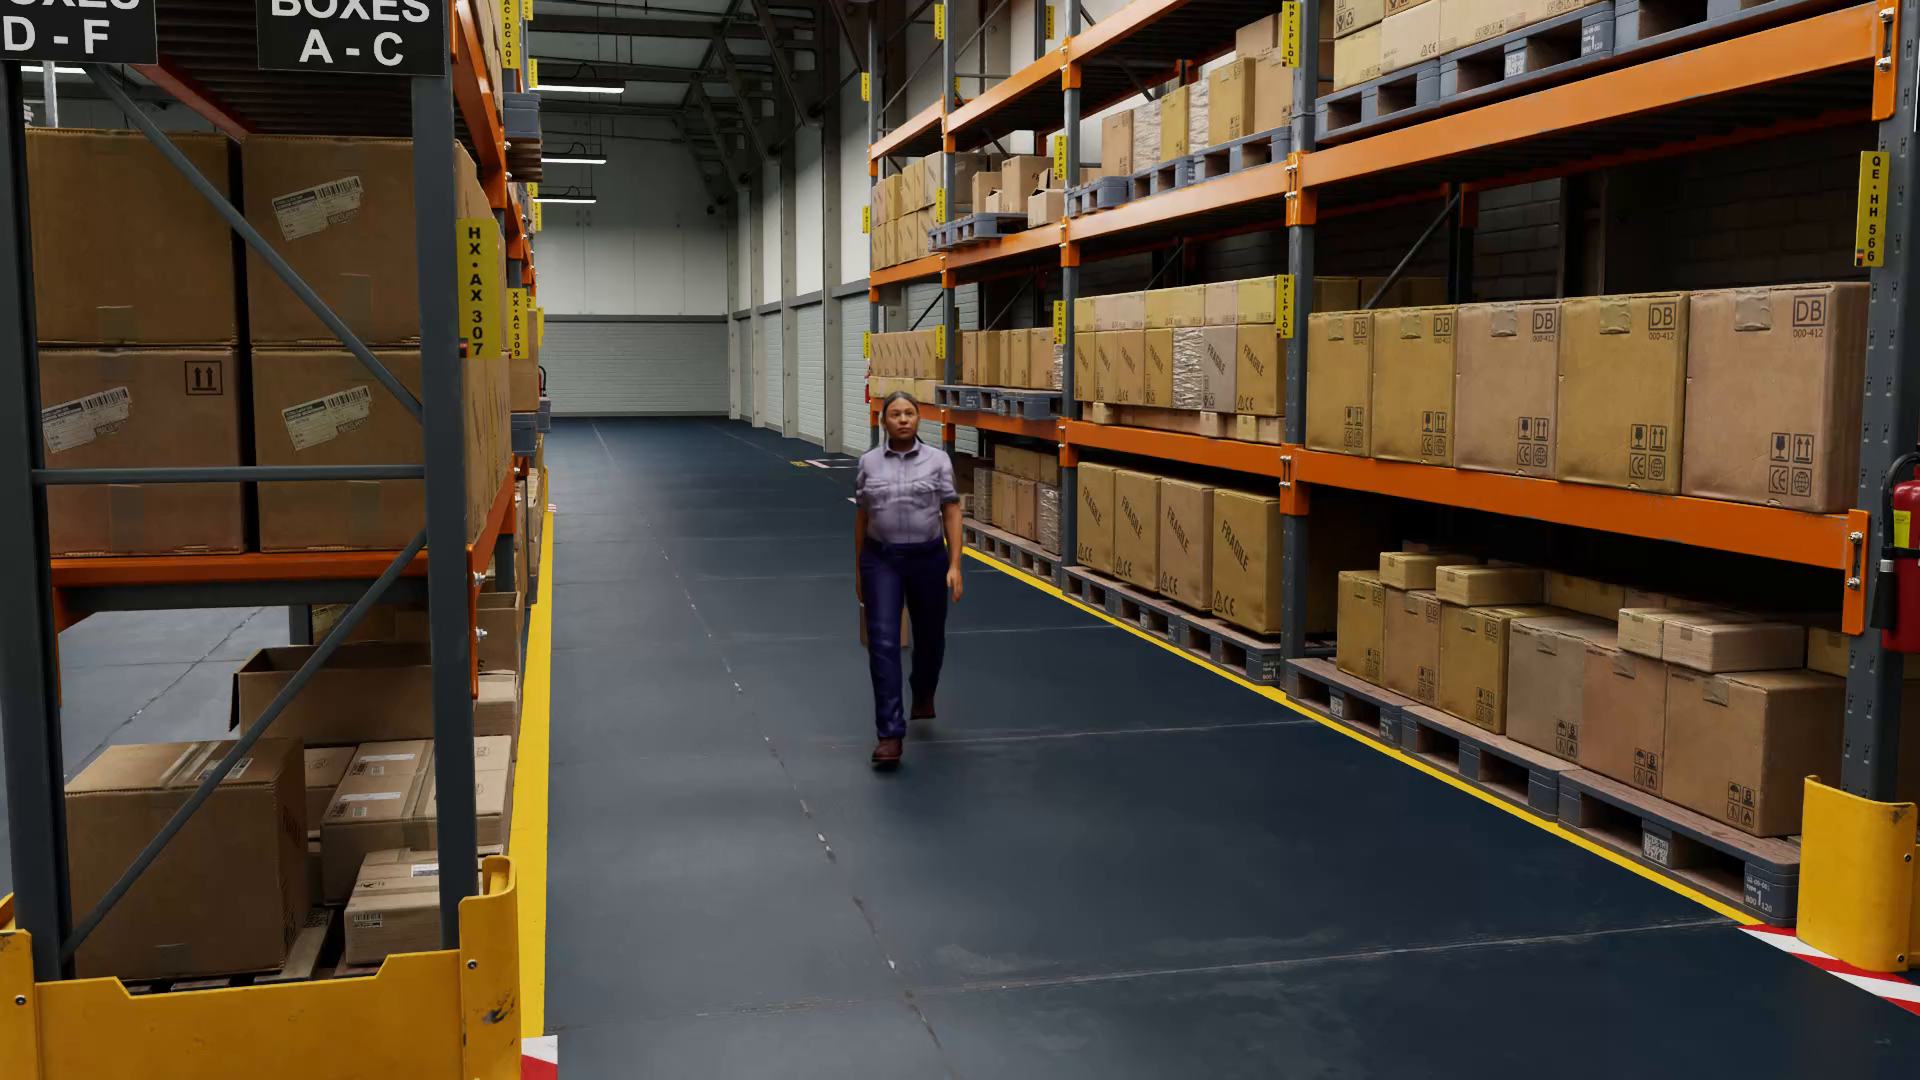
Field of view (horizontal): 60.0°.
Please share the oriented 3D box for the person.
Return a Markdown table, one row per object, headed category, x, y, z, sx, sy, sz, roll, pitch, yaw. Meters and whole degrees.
| category | x | y | z | sx | sy | sz | roll | pitch | yaw |
| --- | --- | --- | --- | --- | --- | --- | --- | --- | --- |
| person | -0.233 | 0.128 | 7.523 | 0.488 | 1.600 | 0.941 | 0 | 6 | -2 |
